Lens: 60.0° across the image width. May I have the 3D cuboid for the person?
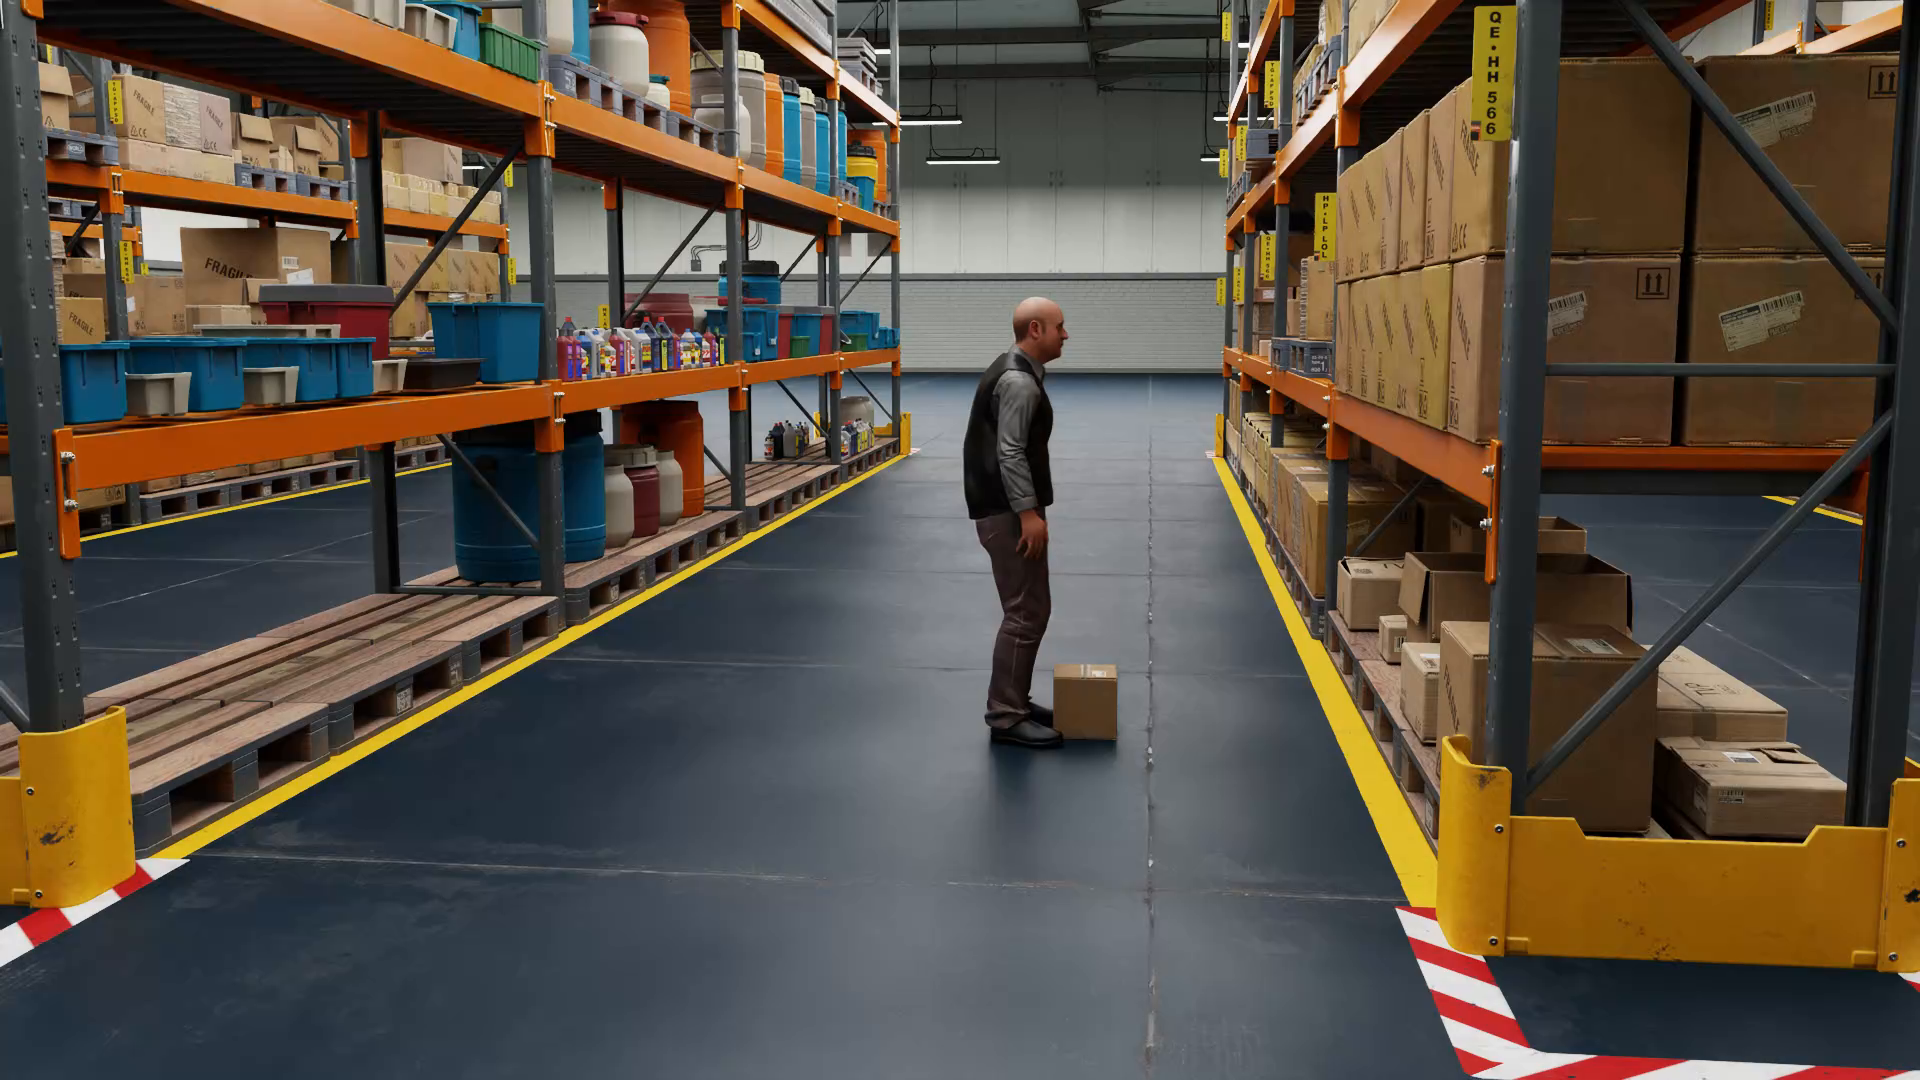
[{"bbox_3d":[0.219,-0.090,6.557,0.409,1.722,0.589,1,8,4],"label":"person"}]
